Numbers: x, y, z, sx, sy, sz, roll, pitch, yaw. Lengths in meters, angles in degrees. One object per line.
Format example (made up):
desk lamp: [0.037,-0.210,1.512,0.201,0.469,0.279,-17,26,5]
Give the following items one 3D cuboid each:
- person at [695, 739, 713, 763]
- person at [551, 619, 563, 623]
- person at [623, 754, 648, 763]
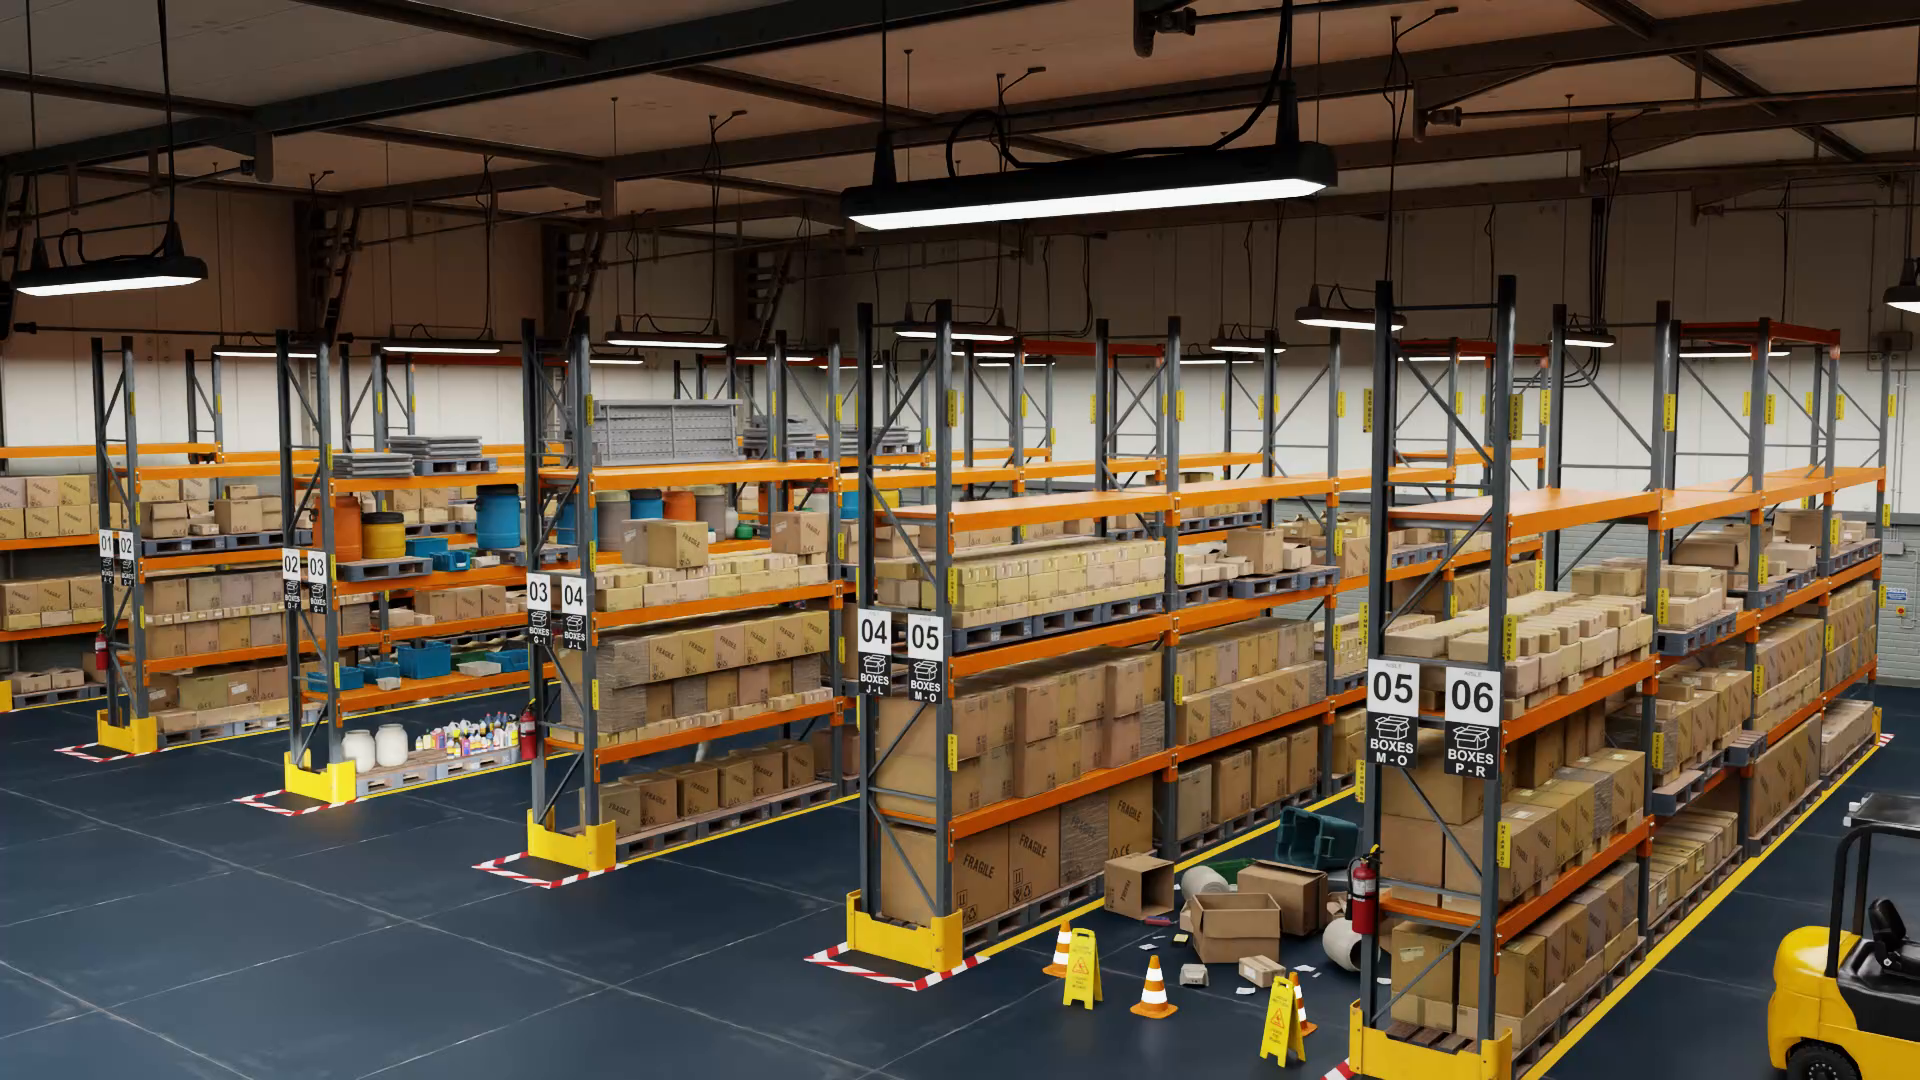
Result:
person: [-3.380,2.436,22.092,0.476,1.709,0.606,2,5,24]
person: [-7.998,1.397,33.594,0.621,1.712,0.702,3,6,32]
person: [-4.586,2.250,23.611,0.567,1.857,0.562,0,5,-2]
